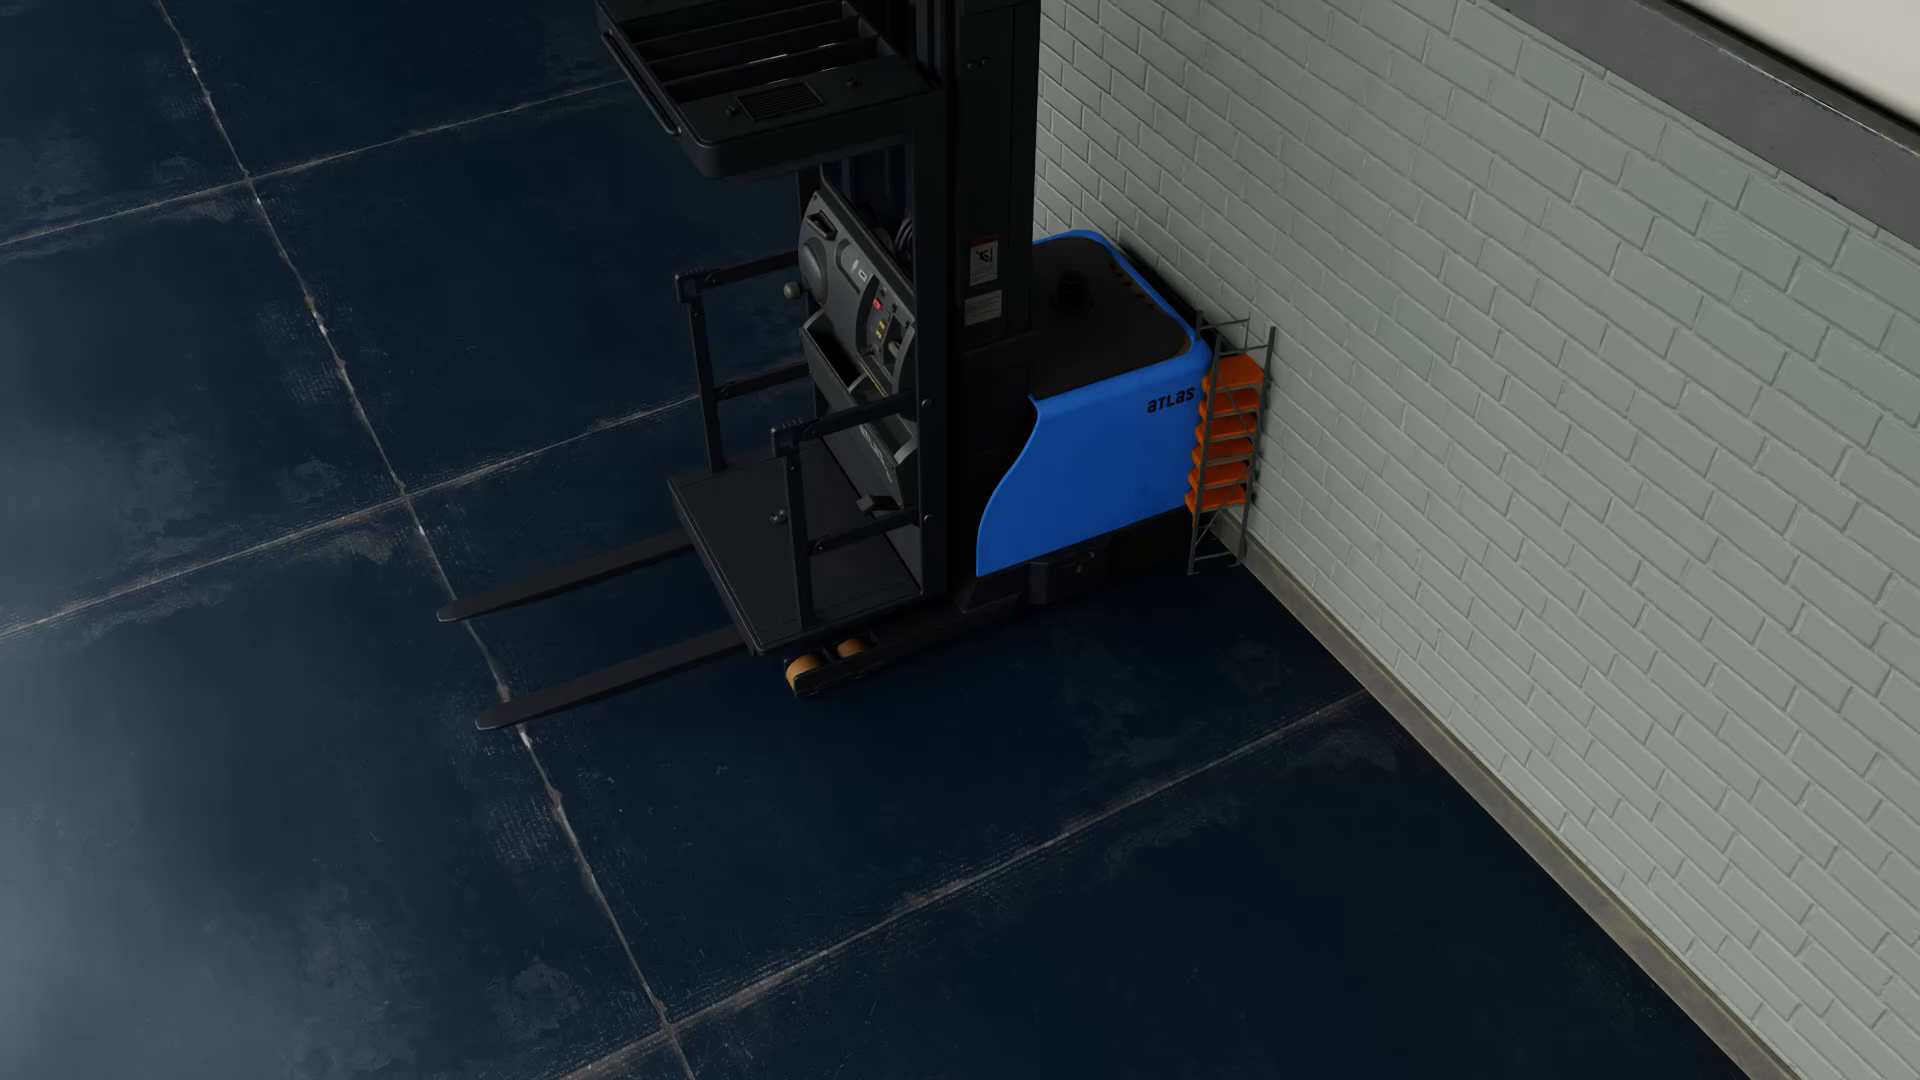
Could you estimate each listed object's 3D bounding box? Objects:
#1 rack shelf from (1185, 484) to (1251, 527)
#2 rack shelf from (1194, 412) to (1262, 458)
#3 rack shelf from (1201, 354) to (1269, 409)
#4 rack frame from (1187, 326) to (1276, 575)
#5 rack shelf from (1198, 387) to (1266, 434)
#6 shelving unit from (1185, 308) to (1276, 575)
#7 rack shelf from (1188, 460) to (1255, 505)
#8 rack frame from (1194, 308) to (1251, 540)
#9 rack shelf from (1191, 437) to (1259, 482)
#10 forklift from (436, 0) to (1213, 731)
[{"bbox_3d":[1.047,-0.170,6.874,0.258,0.103,0.180,-11,42,-12],"label":"rack shelf"},{"bbox_3d":[1.047,-0.442,6.638,0.258,0.103,0.180,-11,42,-12],"label":"rack shelf"},{"bbox_3d":[1.047,-0.624,6.481,0.258,0.103,0.180,-11,42,-12],"label":"rack shelf"},{"bbox_3d":[1.072,-0.327,6.621,0.240,1.200,0.006,-11,42,-12],"label":"rack frame"},{"bbox_3d":[1.047,-0.533,6.559,0.258,0.103,0.180,-11,42,-12],"label":"rack shelf"},{"bbox_3d":[1.047,-0.385,6.687,0.258,1.200,0.189,-11,42,-12],"label":"shelving unit"},{"bbox_3d":[1.047,-0.261,6.795,0.258,0.103,0.180,-11,42,-12],"label":"rack shelf"},{"bbox_3d":[1.021,-0.443,6.754,0.240,1.200,0.006,-11,42,-12],"label":"rack frame"},{"bbox_3d":[1.047,-0.351,6.716,0.258,0.103,0.180,-11,42,-12],"label":"rack shelf"},{"bbox_3d":[-0.562,-0.861,5.962,3.031,2.935,1.130,-19,47,-18],"label":"forklift"}]
